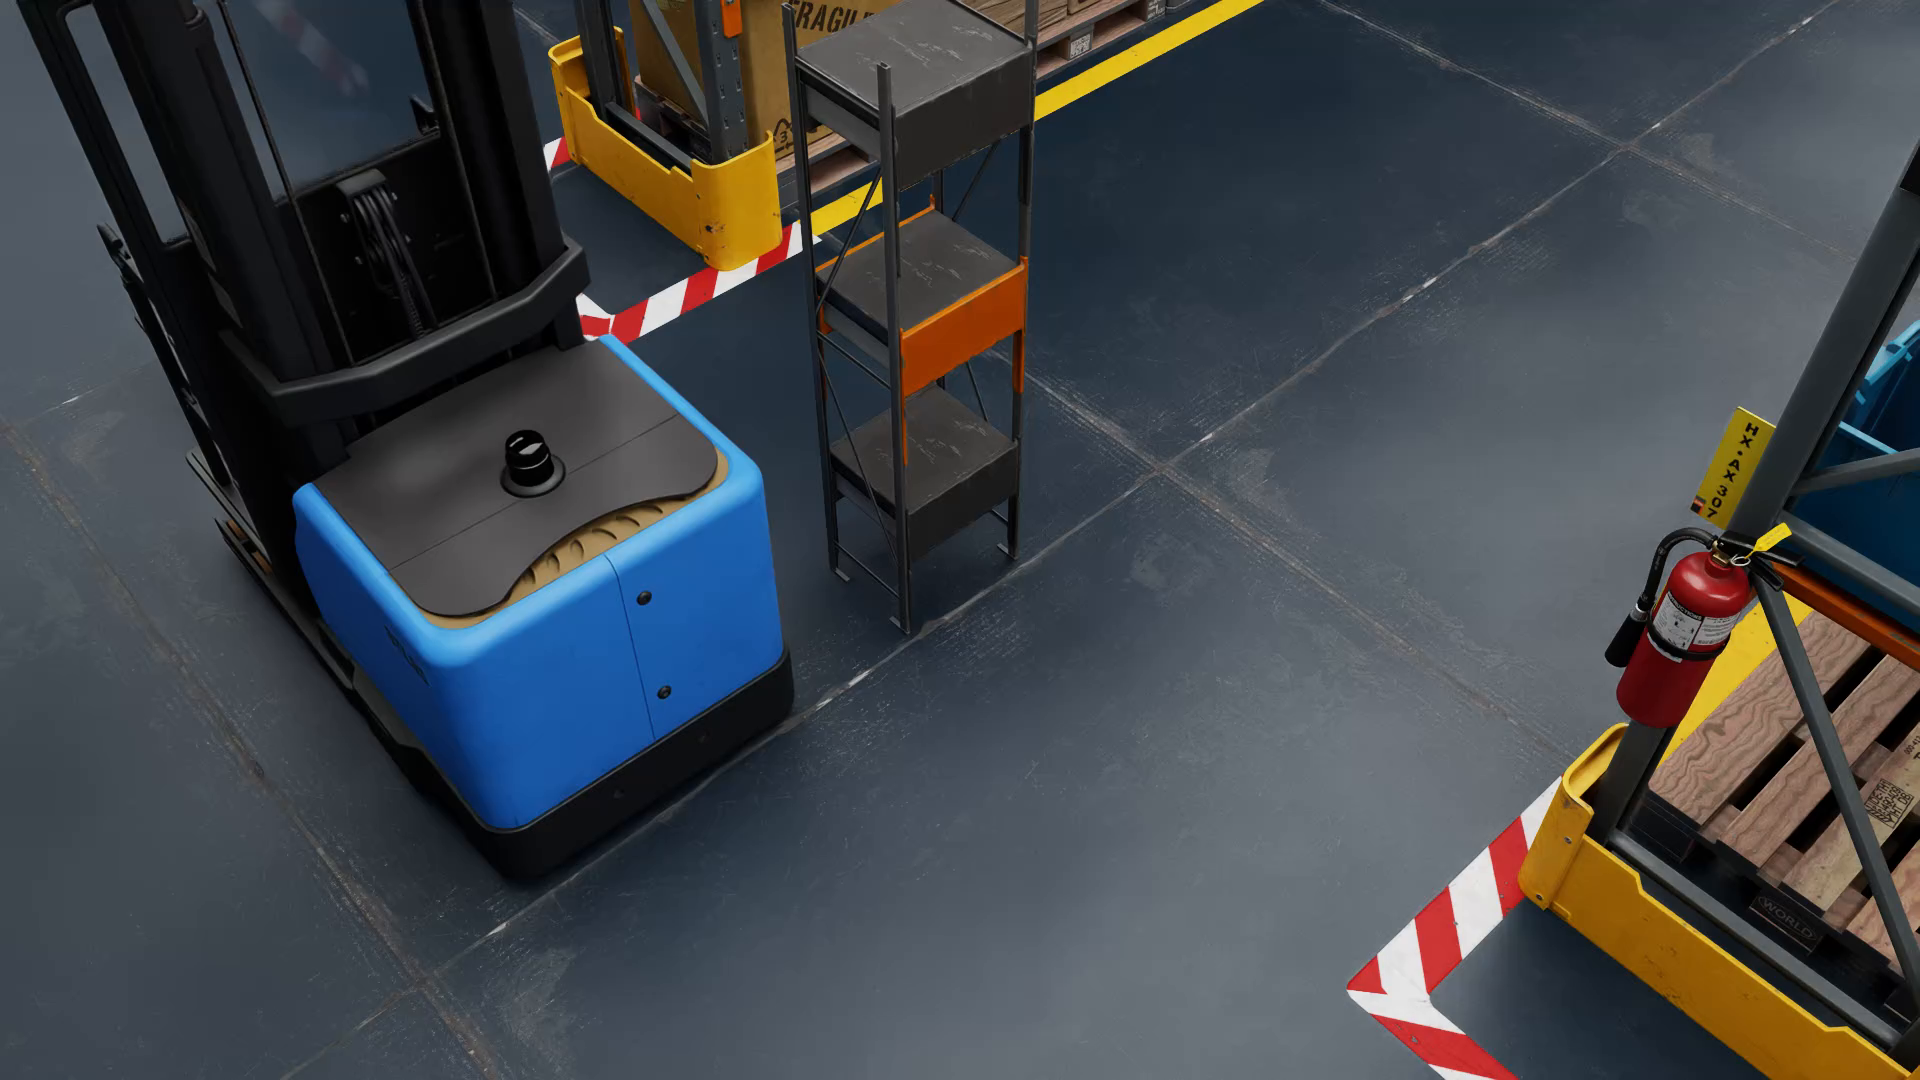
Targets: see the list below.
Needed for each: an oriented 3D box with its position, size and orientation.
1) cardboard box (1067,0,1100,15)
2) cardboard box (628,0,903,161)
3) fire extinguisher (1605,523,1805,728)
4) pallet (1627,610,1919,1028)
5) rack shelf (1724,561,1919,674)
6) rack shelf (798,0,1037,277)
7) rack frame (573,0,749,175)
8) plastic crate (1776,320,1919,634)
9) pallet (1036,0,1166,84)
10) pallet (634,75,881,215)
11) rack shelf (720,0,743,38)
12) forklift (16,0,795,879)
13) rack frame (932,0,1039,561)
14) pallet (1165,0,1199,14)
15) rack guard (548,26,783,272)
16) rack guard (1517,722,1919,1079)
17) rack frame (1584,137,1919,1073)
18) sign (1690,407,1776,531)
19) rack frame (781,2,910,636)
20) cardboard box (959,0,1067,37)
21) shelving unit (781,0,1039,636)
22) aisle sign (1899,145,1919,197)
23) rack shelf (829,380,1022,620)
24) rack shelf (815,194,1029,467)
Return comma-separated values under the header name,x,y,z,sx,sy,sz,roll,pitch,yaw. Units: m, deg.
name,x,y,z,sx,sy,sz,roll,pitch,yaw
cardboard box,0.541,-3.174,7.798,0.875,0.875,0.875,-34,56,-27
cardboard box,-0.790,-2.284,6.976,0.875,0.875,0.875,-34,56,-27
fire extinguisher,1.705,0.171,3.857,0.183,0.674,0.296,-34,56,-27
pallet,2.758,0.750,4.914,1.213,0.211,1.003,-34,56,-27
rack shelf,3.602,-0.554,4.709,4.000,0.370,1.077,-34,56,-27
rack shelf,-0.123,-1.096,4.398,0.480,0.518,0.431,-34,56,-27
rack frame,-1.210,-2.502,6.018,0.127,3.000,1.000,-34,56,-27
plastic crate,2.244,-0.108,3.744,0.499,0.435,0.616,-34,56,-27
pallet,0.231,-2.595,8.000,1.213,0.211,1.003,-34,56,-27
pallet,-0.671,-1.994,7.447,1.213,0.211,1.003,-34,56,-27
rack shelf,0.270,-3.247,7.195,4.000,0.370,1.077,-34,56,-27
forklift,-1.862,-1.036,4.711,1.130,2.935,3.031,-33,55,-26
rack frame,0.058,-0.751,5.014,0.015,2.100,0.400,-34,56,-27
pallet,1.134,-3.201,8.560,1.213,0.211,1.003,-34,56,-27
rack guard,-1.228,-1.643,6.925,0.348,0.500,1.175,-34,56,-27
rack guard,2.113,1.058,4.434,0.348,0.500,1.175,-34,56,-27
rack frame,2.122,0.191,3.533,0.127,3.000,1.000,-34,56,-27
sign,1.740,-0.155,3.741,0.005,0.325,0.100,-34,56,-27
rack frame,-0.303,-0.510,4.791,0.015,2.100,0.400,-34,56,-27
cardboard box,-0.117,-2.734,7.392,0.875,0.875,0.875,-34,56,-27
shelving unit,-0.122,-0.630,4.903,0.503,2.100,0.431,-34,56,-27
aisle sign,1.872,-0.814,2.691,0.004,0.787,0.394,-34,56,-27
rack shelf,-0.122,-0.146,5.427,0.480,0.518,0.431,-34,56,-27
rack shelf,-0.122,-0.621,4.913,0.480,0.518,0.431,-34,56,-27
